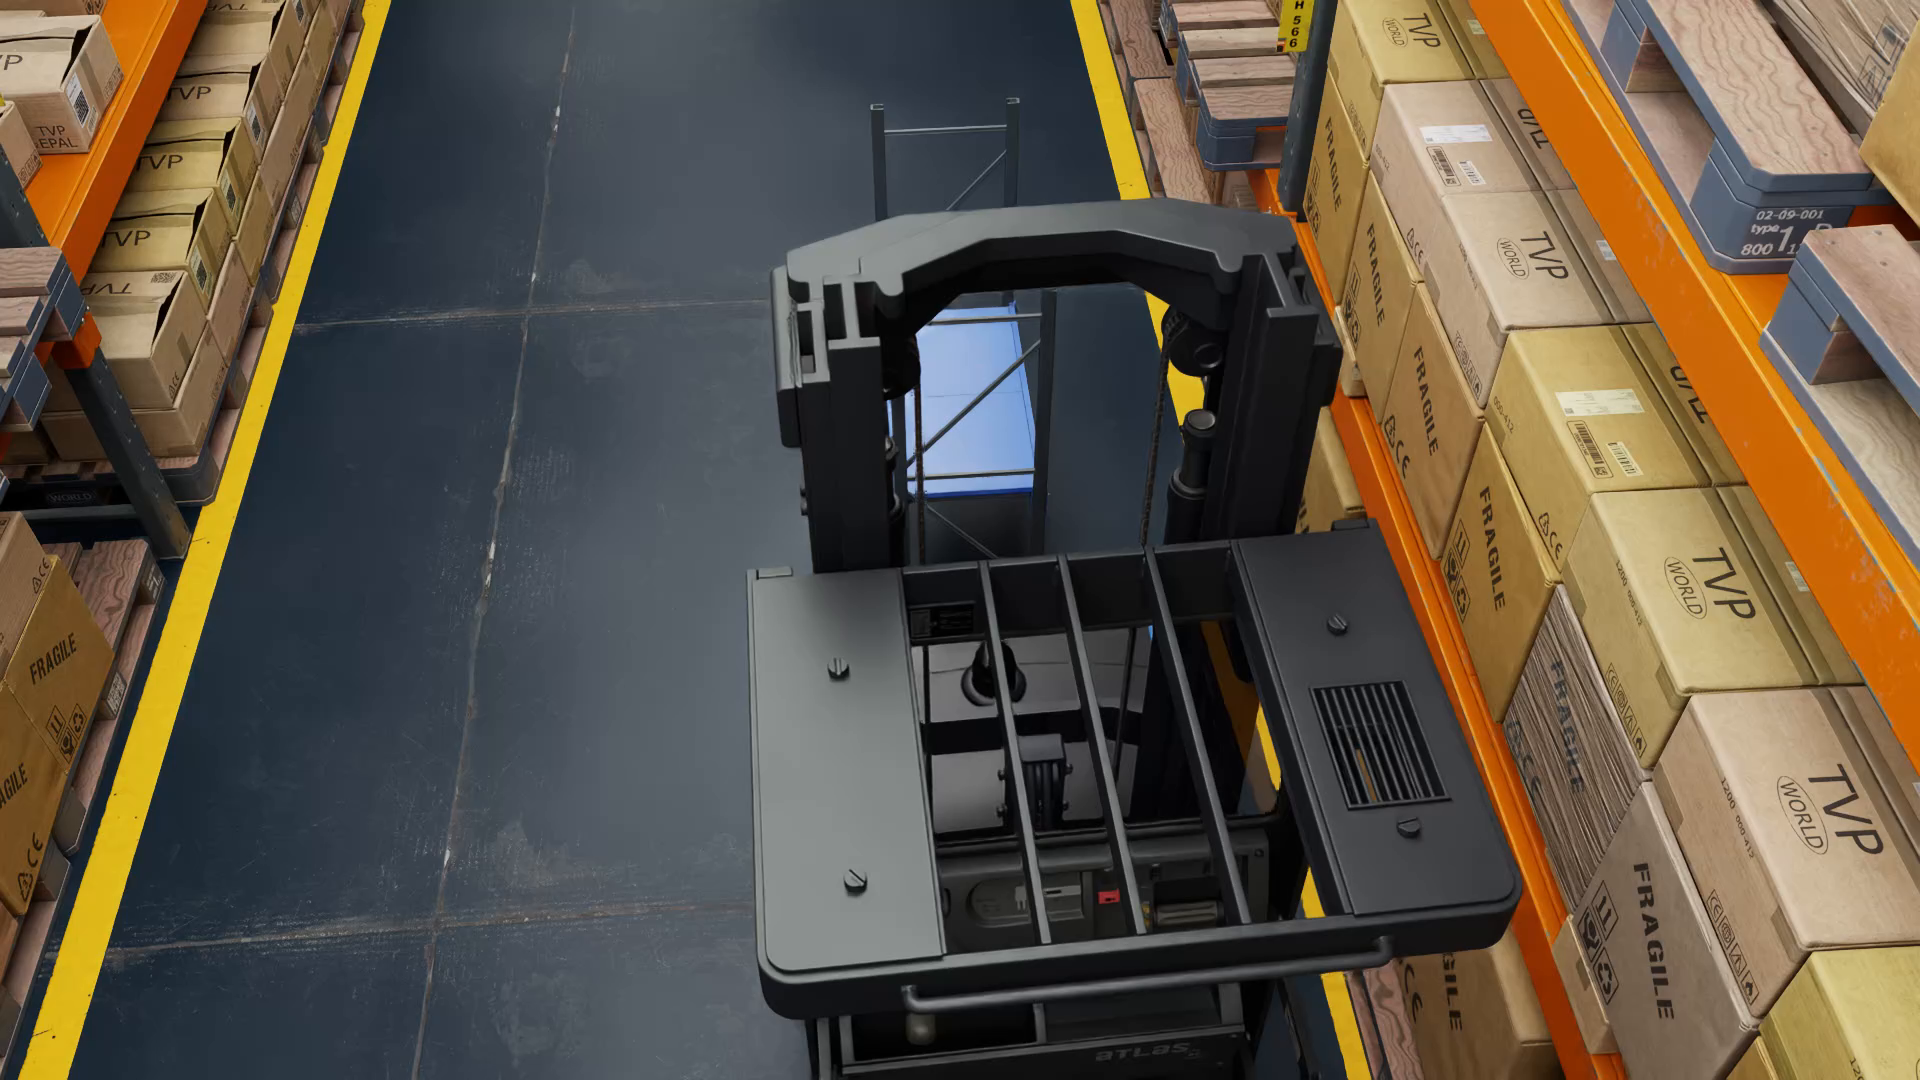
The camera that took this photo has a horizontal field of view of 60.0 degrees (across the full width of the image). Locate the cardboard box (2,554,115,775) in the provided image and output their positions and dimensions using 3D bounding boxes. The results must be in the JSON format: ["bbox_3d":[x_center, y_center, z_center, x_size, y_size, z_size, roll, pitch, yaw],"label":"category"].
[{"bbox_3d":[-3.070,0.401,5.222,0.500,0.500,0.500,-2,47,-2],"label":"cardboard box"}]

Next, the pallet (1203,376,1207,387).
[{"bbox_3d":[1.490,-0.880,6.938,1.003,0.211,1.213,-3,47,-3],"label":"pallet"}]

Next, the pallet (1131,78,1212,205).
[{"bbox_3d":[1.391,-1.760,7.772,1.003,0.211,1.213,-3,47,-3],"label":"pallet"}]

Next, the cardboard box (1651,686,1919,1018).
[{"bbox_3d":[1.561,0.527,2.881,0.500,0.250,0.500,-3,47,-2],"label":"cardboard box"}]

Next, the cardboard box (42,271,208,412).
[{"bbox_3d":[-3.133,-0.758,6.120,0.500,0.311,0.500,-2,47,-2],"label":"cardboard box"}]

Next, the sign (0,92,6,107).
[{"bbox_3d":[-2.842,-1.380,4.748,0.100,0.325,0.005,-3,47,-3],"label":"sign"}]

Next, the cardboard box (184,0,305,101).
[{"bbox_3d":[-3.308,-2.242,7.526,0.500,0.311,0.500,-4,47,-3],"label":"cardboard box"}]

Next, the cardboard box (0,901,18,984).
[{"bbox_3d":[-2.977,1.155,4.509,0.500,0.500,0.500,-5,47,-5],"label":"cardboard box"}]

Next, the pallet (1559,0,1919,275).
[{"bbox_3d":[1.757,-0.968,3.165,1.003,0.211,1.213,-2,47,-1],"label":"pallet"}]

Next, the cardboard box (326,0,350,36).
[{"bbox_3d":[-3.393,-2.780,8.421,0.500,0.250,0.500,-4,47,-4],"label":"cardboard box"}]

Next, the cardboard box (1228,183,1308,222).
[{"bbox_3d":[1.442,-1.083,6.628,0.700,0.500,0.500,-3,47,-3],"label":"cardboard box"}]

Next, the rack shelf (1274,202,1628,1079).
[{"bbox_3d":[1.721,0.421,4.280,1.077,0.370,4.000,-3,47,-3],"label":"rack shelf"}]

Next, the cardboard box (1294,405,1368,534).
[{"bbox_3d":[1.485,-0.138,5.506,0.750,0.750,0.750,-4,47,-4],"label":"cardboard box"}]

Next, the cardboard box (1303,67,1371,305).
[{"bbox_3d":[1.339,-1.050,4.891,0.500,0.500,0.500,-2,47,-2],"label":"cardboard box"}]

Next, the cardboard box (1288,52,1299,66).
[{"bbox_3d":[1.505,-1.798,5.515,0.700,0.500,0.500,-8,47,-8],"label":"cardboard box"}]

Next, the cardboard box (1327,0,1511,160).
[{"bbox_3d":[1.337,-1.309,4.620,0.500,0.250,0.500,-2,47,-2],"label":"cardboard box"}]

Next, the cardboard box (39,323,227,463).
[{"bbox_3d":[-3.133,-0.565,6.324,0.500,0.250,0.500,-4,47,-3],"label":"cardboard box"}]

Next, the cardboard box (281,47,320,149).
[{"bbox_3d":[-3.310,-2.044,7.724,0.500,0.250,0.500,-3,47,-2],"label":"cardboard box"}]

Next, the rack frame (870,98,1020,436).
[{"bbox_3d":[-0.050,-0.945,6.112,0.500,1.500,0.032,-3,47,-3],"label":"rack frame"}]

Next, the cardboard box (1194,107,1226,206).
[{"bbox_3d":[1.445,-1.820,7.326,0.700,0.500,0.500,-4,47,-4],"label":"cardboard box"}]

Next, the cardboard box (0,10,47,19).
[{"bbox_3d":[-3.545,-1.802,6.064,0.380,0.149,0.250,0,47,0],"label":"cardboard box"}]

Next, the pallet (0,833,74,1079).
[{"bbox_3d":[-3.258,1.413,4.767,1.003,0.211,1.213,-3,47,-3],"label":"pallet"}]

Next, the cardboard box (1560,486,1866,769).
[{"bbox_3d":[1.519,0.158,3.231,0.500,0.250,0.500,-3,47,-3],"label":"cardboard box"}]

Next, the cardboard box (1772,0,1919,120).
[{"bbox_3d":[1.835,-1.005,2.698,0.700,0.500,0.500,-4,47,-3],"label":"cardboard box"}]

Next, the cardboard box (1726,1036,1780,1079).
[{"bbox_3d":[1.599,1.159,2.799,0.500,0.500,0.500,-4,47,-4],"label":"cardboard box"}]

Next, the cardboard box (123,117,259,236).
[{"bbox_3d":[-3.226,-1.506,6.829,0.500,0.311,0.500,-5,47,-4],"label":"cardboard box"}]

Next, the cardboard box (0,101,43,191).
[{"bbox_3d":[-3.369,-1.204,5.386,0.500,0.311,0.500,-1,47,-1],"label":"cardboard box"}]

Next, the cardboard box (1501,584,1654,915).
[{"bbox_3d":[1.513,0.426,3.493,0.500,0.500,0.500,-3,47,-3],"label":"cardboard box"}]

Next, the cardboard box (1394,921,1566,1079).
[{"bbox_3d":[1.627,1.111,4.324,0.750,0.750,0.750,-2,47,-2],"label":"cardboard box"}]

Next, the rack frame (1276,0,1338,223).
[{"bbox_3d":[1.554,-1.273,5.390,1.000,3.000,0.127,-3,47,-3],"label":"rack frame"}]

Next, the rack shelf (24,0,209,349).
[{"bbox_3d":[-3.550,-2.169,6.734,1.077,0.370,4.000,-3,47,-3],"label":"rack shelf"}]

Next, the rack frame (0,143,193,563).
[{"bbox_3d":[-3.382,-0.969,5.102,1.000,3.000,0.127,-3,47,-3],"label":"rack frame"}]

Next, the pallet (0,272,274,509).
[{"bbox_3d":[-3.412,-0.608,6.681,1.003,0.211,1.213,-3,47,-3],"label":"pallet"}]

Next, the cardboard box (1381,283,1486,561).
[{"bbox_3d":[1.415,-0.311,4.191,0.500,0.500,0.500,-4,47,-3],"label":"cardboard box"}]

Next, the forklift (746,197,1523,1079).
[{"bbox_3d":[0.214,0.932,3.349,1.130,2.935,3.031,-5,47,-4],"label":"forklift"}]

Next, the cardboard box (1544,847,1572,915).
[{"bbox_3d":[1.522,0.733,3.649,0.380,0.149,0.250,-3,47,-3],"label":"cardboard box"}]

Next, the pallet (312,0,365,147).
[{"bbox_3d":[-3.616,-2.374,8.353,1.003,0.211,1.213,-3,47,-3],"label":"pallet"}]

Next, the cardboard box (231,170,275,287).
[{"bbox_3d":[-3.226,-1.304,7.024,0.500,0.250,0.500,-5,47,-4],"label":"cardboard box"}]

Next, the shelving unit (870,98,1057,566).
[{"bbox_3d":[-0.007,-0.577,5.764,0.538,1.500,1.048,-3,47,-3],"label":"shelving unit"}]

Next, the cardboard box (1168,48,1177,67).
[{"bbox_3d":[1.390,-2.556,8.024,0.700,0.500,0.500,-4,47,-4],"label":"cardboard box"}]

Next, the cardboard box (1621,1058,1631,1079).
[{"bbox_3d":[1.557,1.102,3.300,0.380,0.149,0.250,-2,47,-2],"label":"cardboard box"}]
